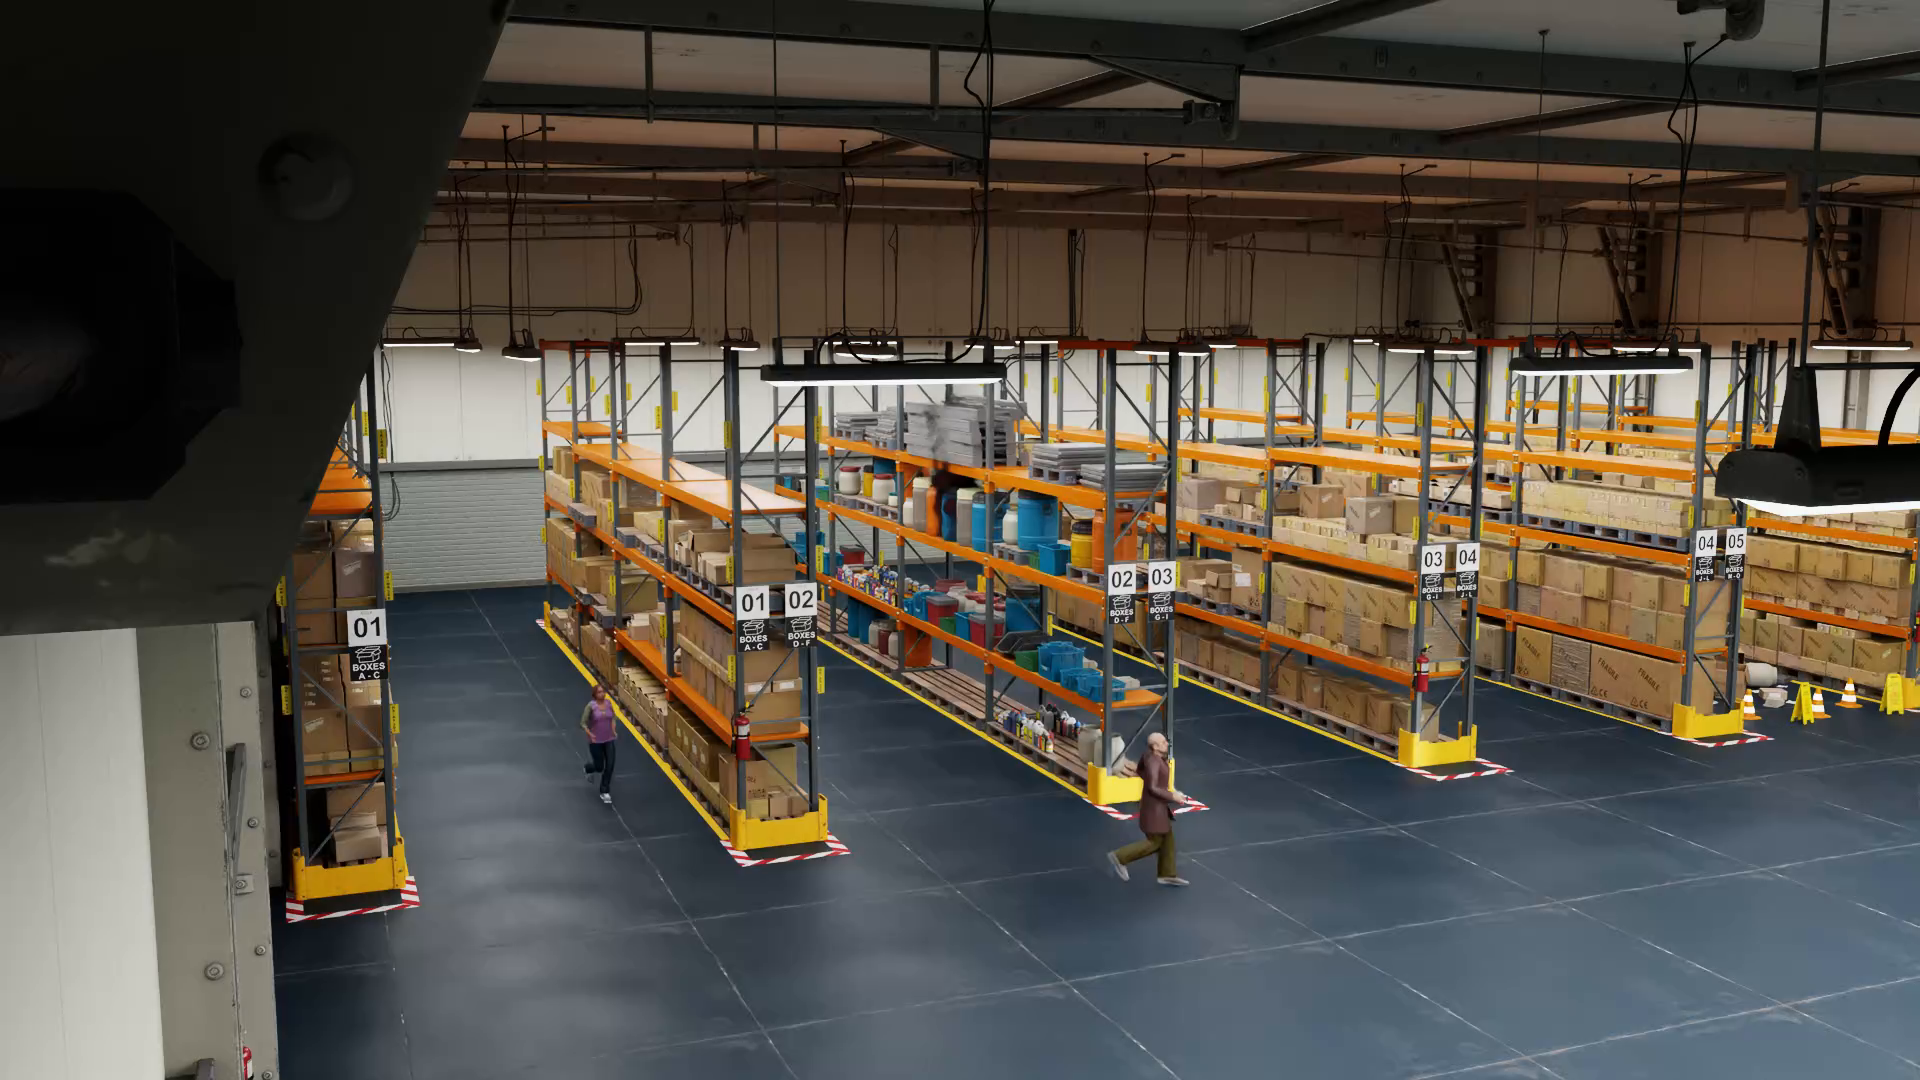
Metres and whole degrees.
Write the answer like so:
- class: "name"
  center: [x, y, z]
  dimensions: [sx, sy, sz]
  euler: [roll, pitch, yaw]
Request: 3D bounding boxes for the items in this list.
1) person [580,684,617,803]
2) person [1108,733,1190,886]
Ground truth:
- class: "person"
  center: [-4.826, 2.682, 22.254]
  dimensions: [0.536, 1.568, 0.638]
  euler: [-5, 9, -35]
- class: "person"
  center: [2.136, 3.039, 18.757]
  dimensions: [0.934, 1.779, 0.718]
  euler: [0, 7, 3]
